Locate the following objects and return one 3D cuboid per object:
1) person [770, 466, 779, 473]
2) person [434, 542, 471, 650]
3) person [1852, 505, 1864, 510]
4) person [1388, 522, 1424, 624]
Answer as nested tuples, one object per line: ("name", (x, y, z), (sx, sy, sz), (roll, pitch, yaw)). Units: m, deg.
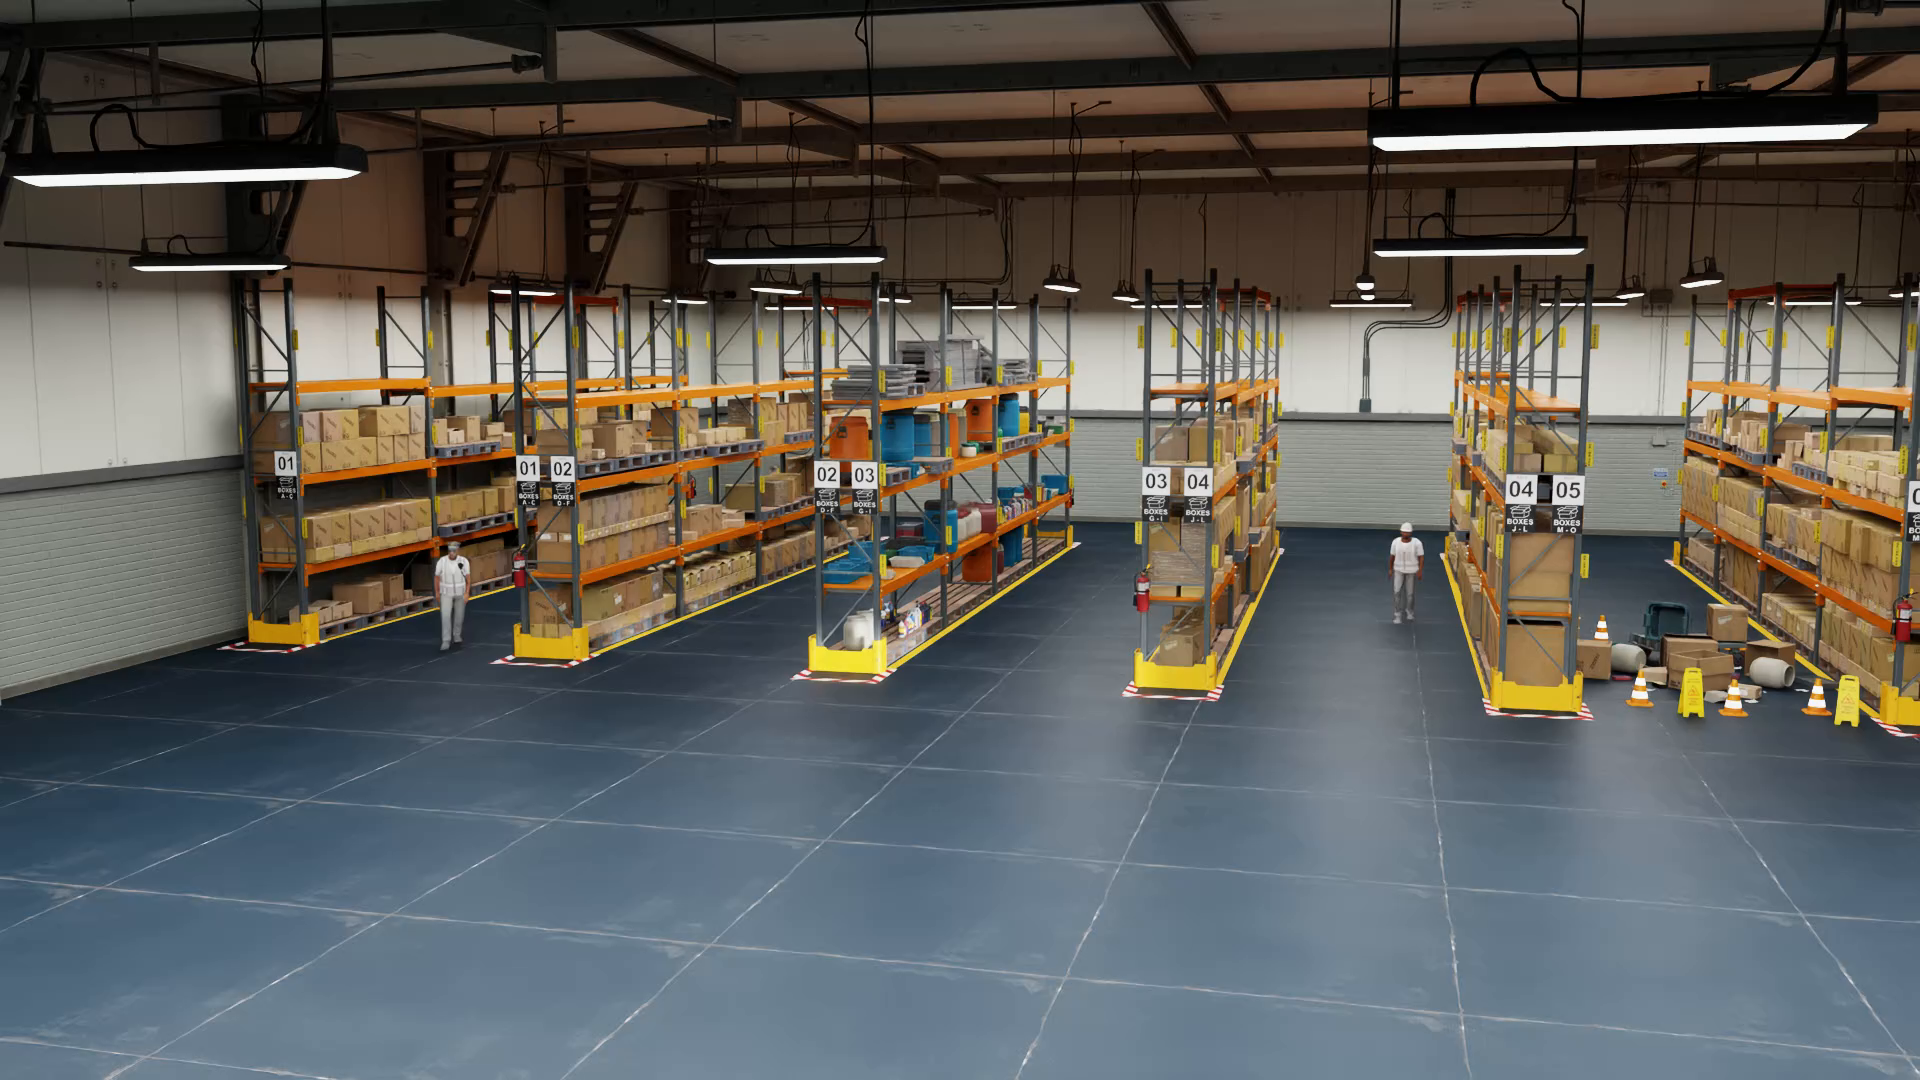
("person", (-5.069, -1.212, 45.093), (1.035, 1.618, 0.452), (6, 9, 40))
("person", (-8.294, 0.875, 27.203), (0.572, 1.706, 0.945), (-3, 8, -25))
("person", (21.267, -0.577, 39.307), (1.045, 1.751, 0.544), (1, 7, 5))
("person", (7.950, 0.586, 29.674), (0.640, 1.803, 0.593), (3, 8, 26))
